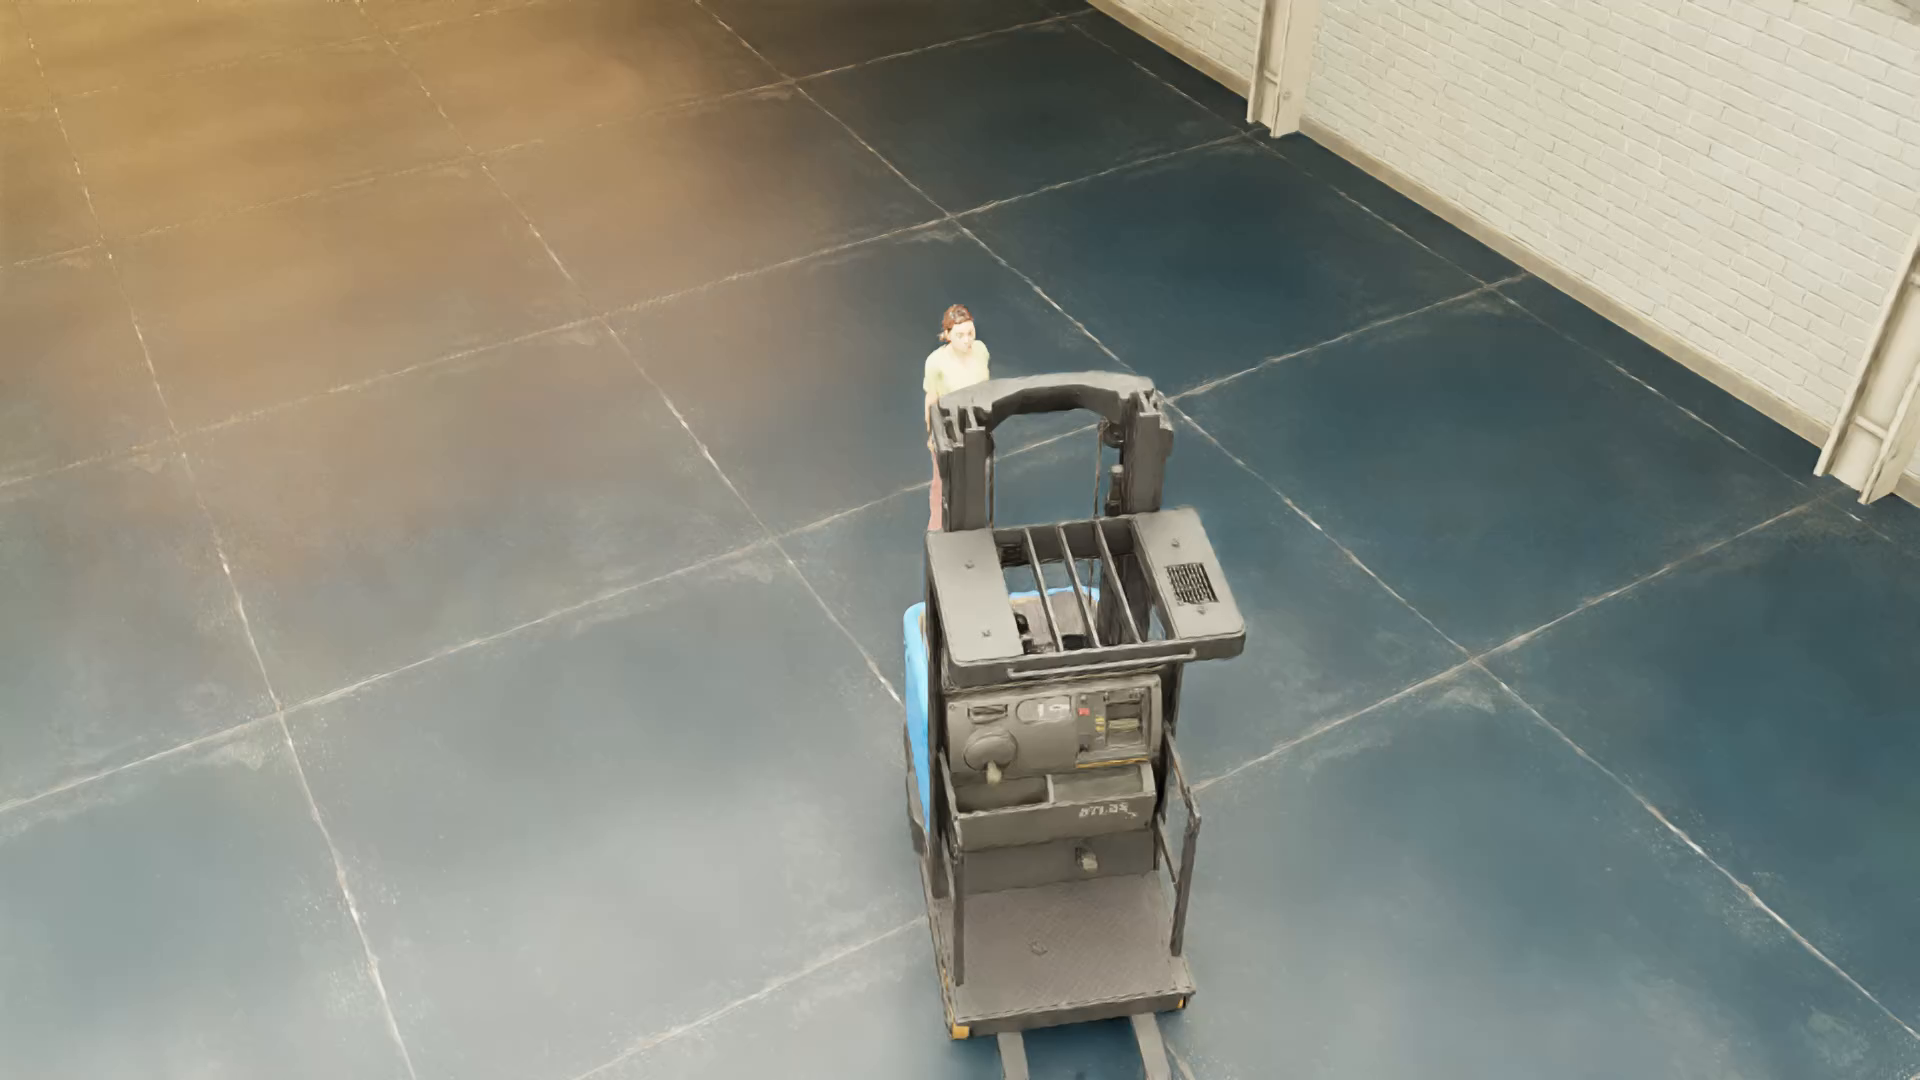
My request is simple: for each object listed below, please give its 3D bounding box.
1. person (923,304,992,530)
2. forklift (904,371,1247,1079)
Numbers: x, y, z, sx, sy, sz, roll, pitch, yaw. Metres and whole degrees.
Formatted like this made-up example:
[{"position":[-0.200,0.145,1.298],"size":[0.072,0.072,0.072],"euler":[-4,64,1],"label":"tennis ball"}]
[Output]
[{"position":[0.006,-0.639,9.793],"size":[0.429,1.673,0.365],"euler":[-20,44,-23],"label":"person"},{"position":[0.442,0.894,6.959],"size":[1.130,2.935,3.031],"euler":[-6,40,-7],"label":"forklift"}]
